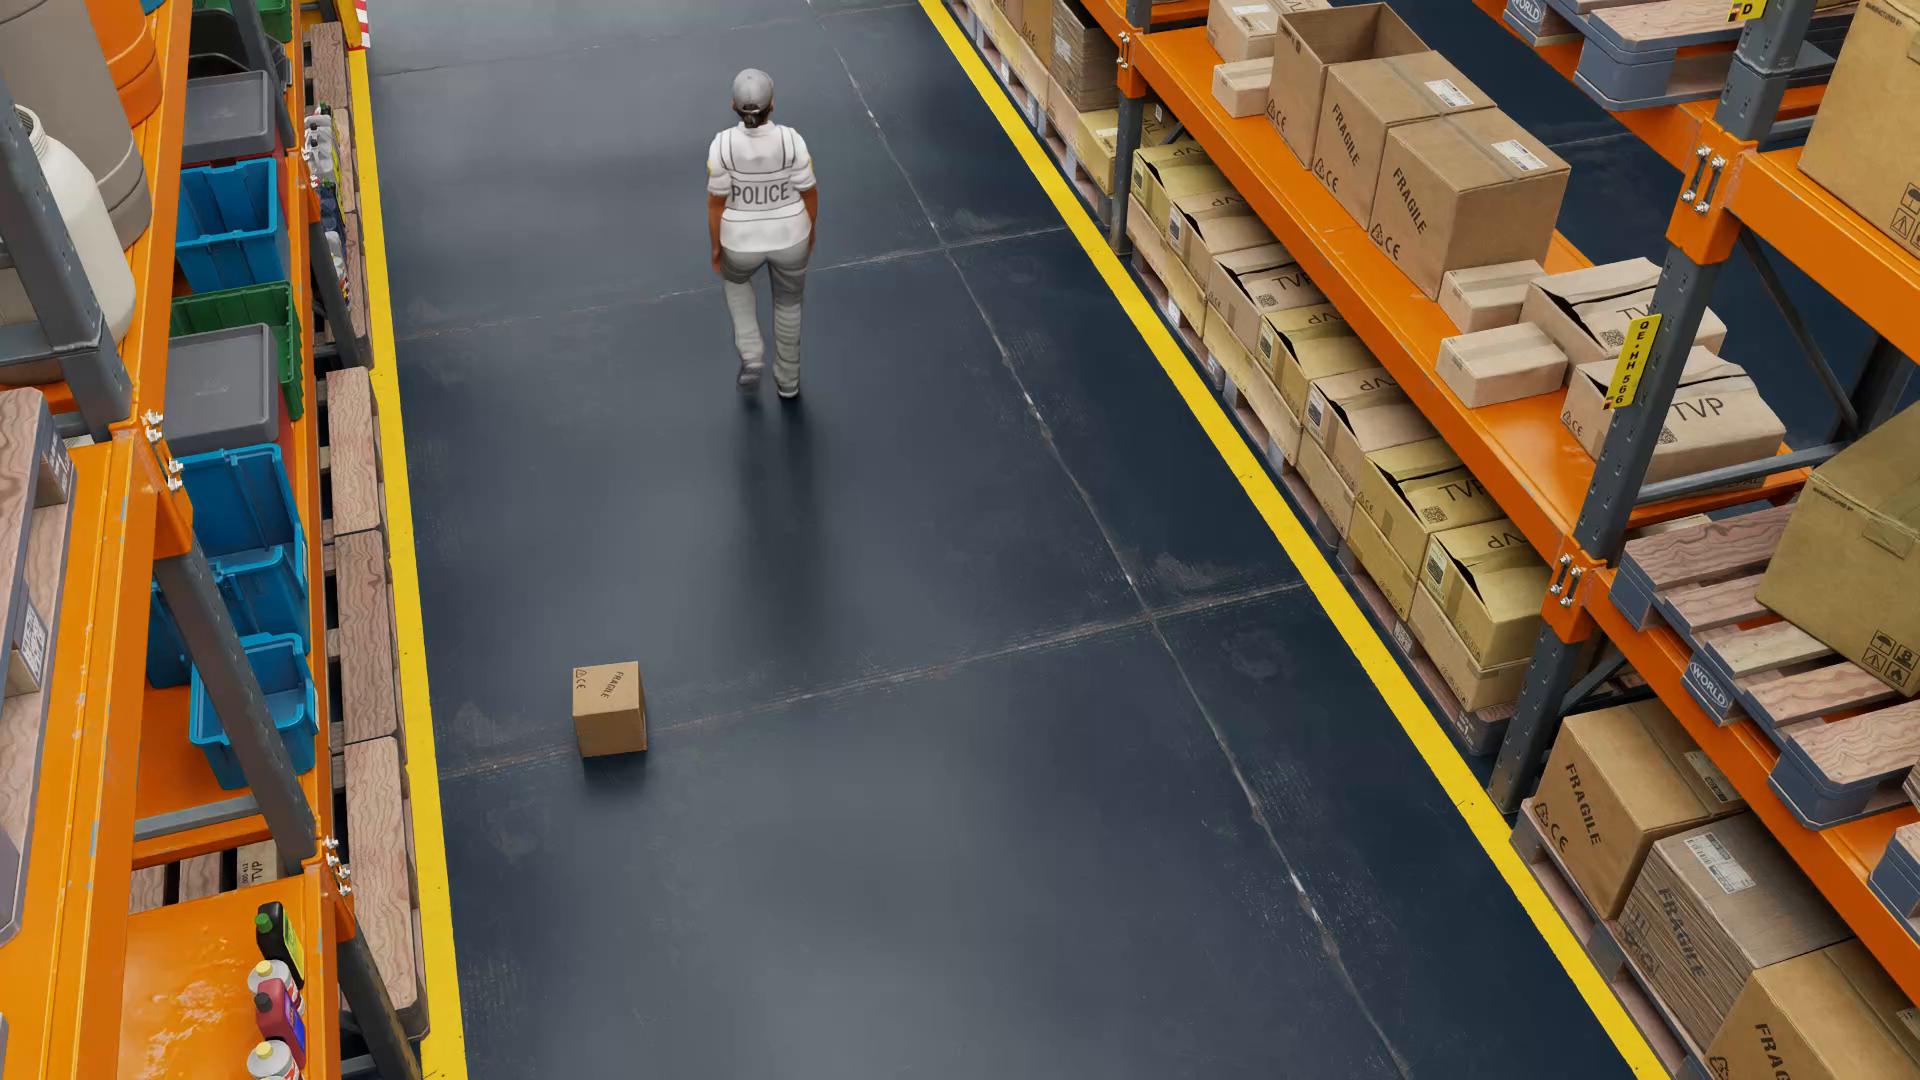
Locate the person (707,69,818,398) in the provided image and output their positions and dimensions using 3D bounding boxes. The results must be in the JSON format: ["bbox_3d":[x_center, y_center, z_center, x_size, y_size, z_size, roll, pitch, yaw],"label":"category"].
[{"bbox_3d":[-0.900,-1.405,7.672,0.507,1.688,0.463,-4,43,-5],"label":"person"}]
